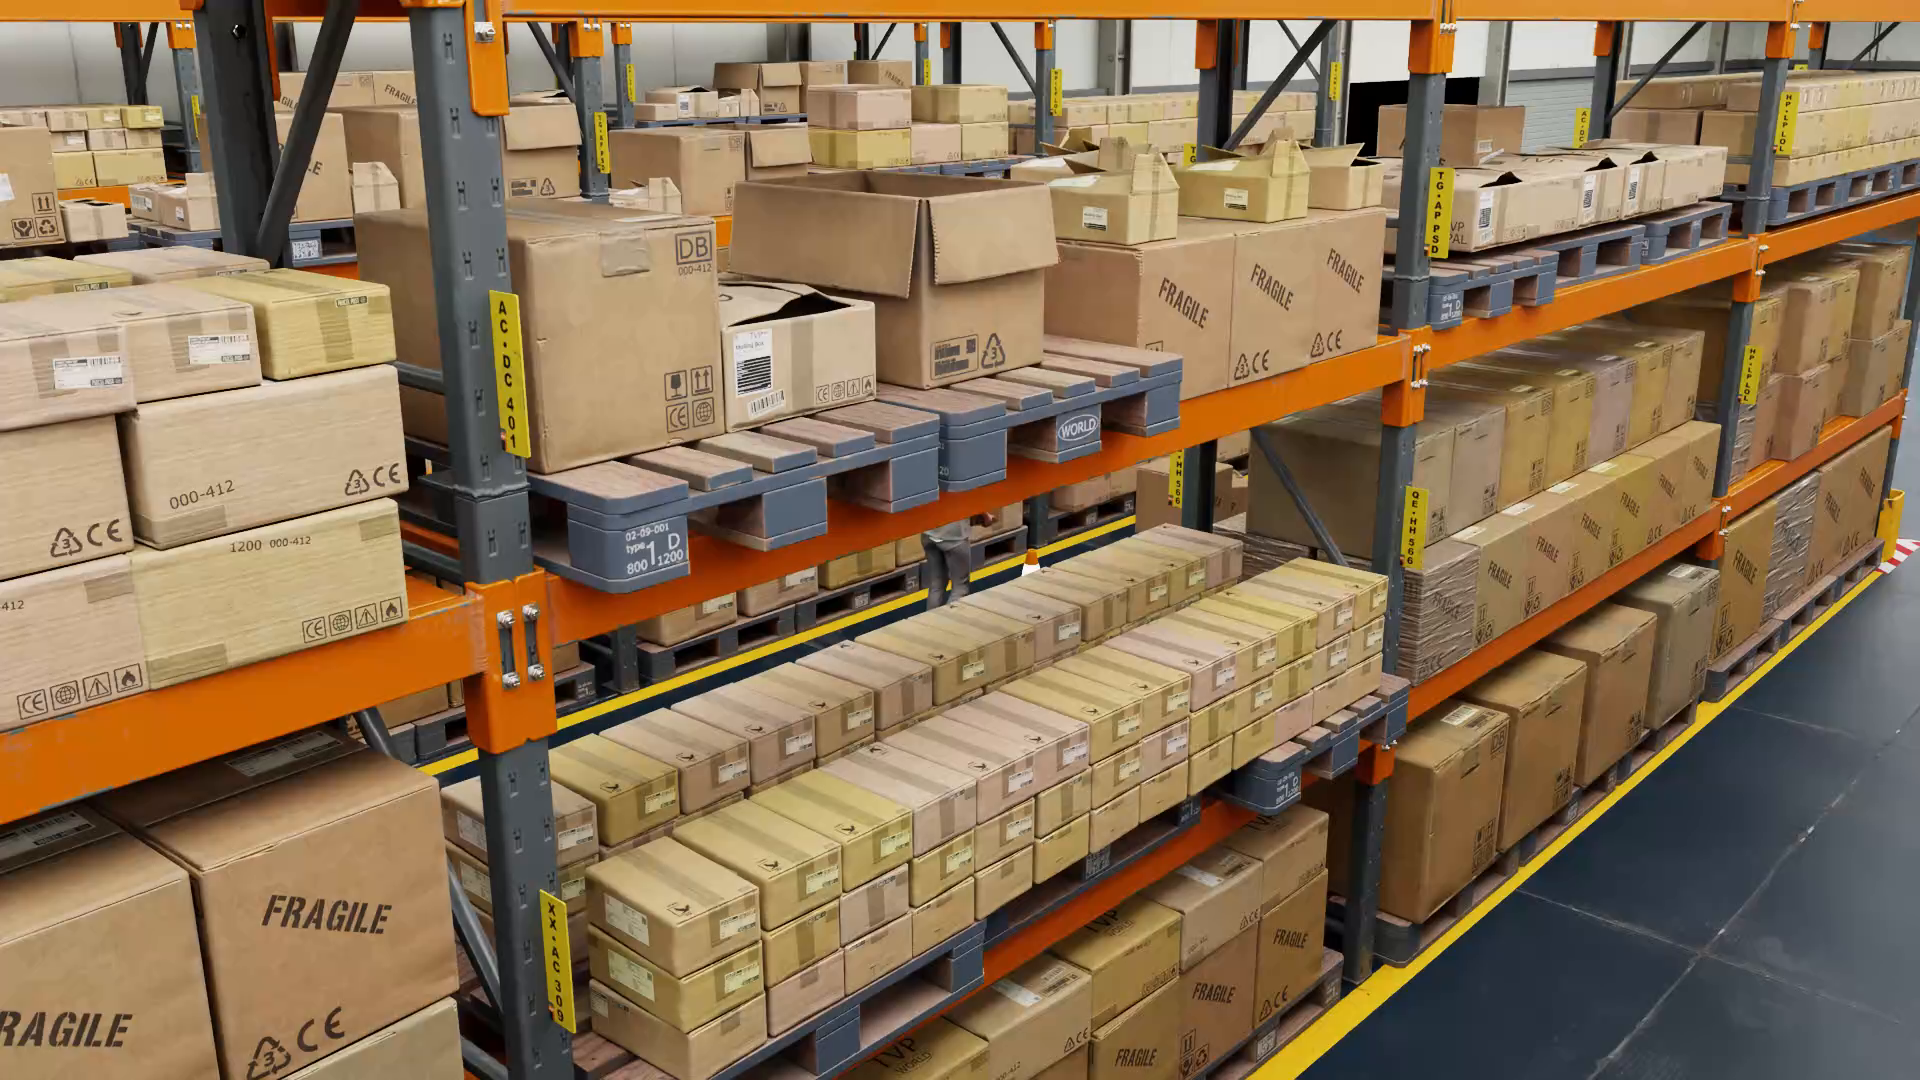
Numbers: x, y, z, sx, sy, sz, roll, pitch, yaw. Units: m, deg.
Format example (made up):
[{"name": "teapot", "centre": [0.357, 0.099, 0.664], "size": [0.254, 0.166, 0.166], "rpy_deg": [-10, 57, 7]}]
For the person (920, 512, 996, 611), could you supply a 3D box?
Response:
[{"name": "person", "centre": [-0.039, -0.042, 10.709], "size": [0.404, 1.590, 0.497], "rpy_deg": [15, 23, 40]}]
